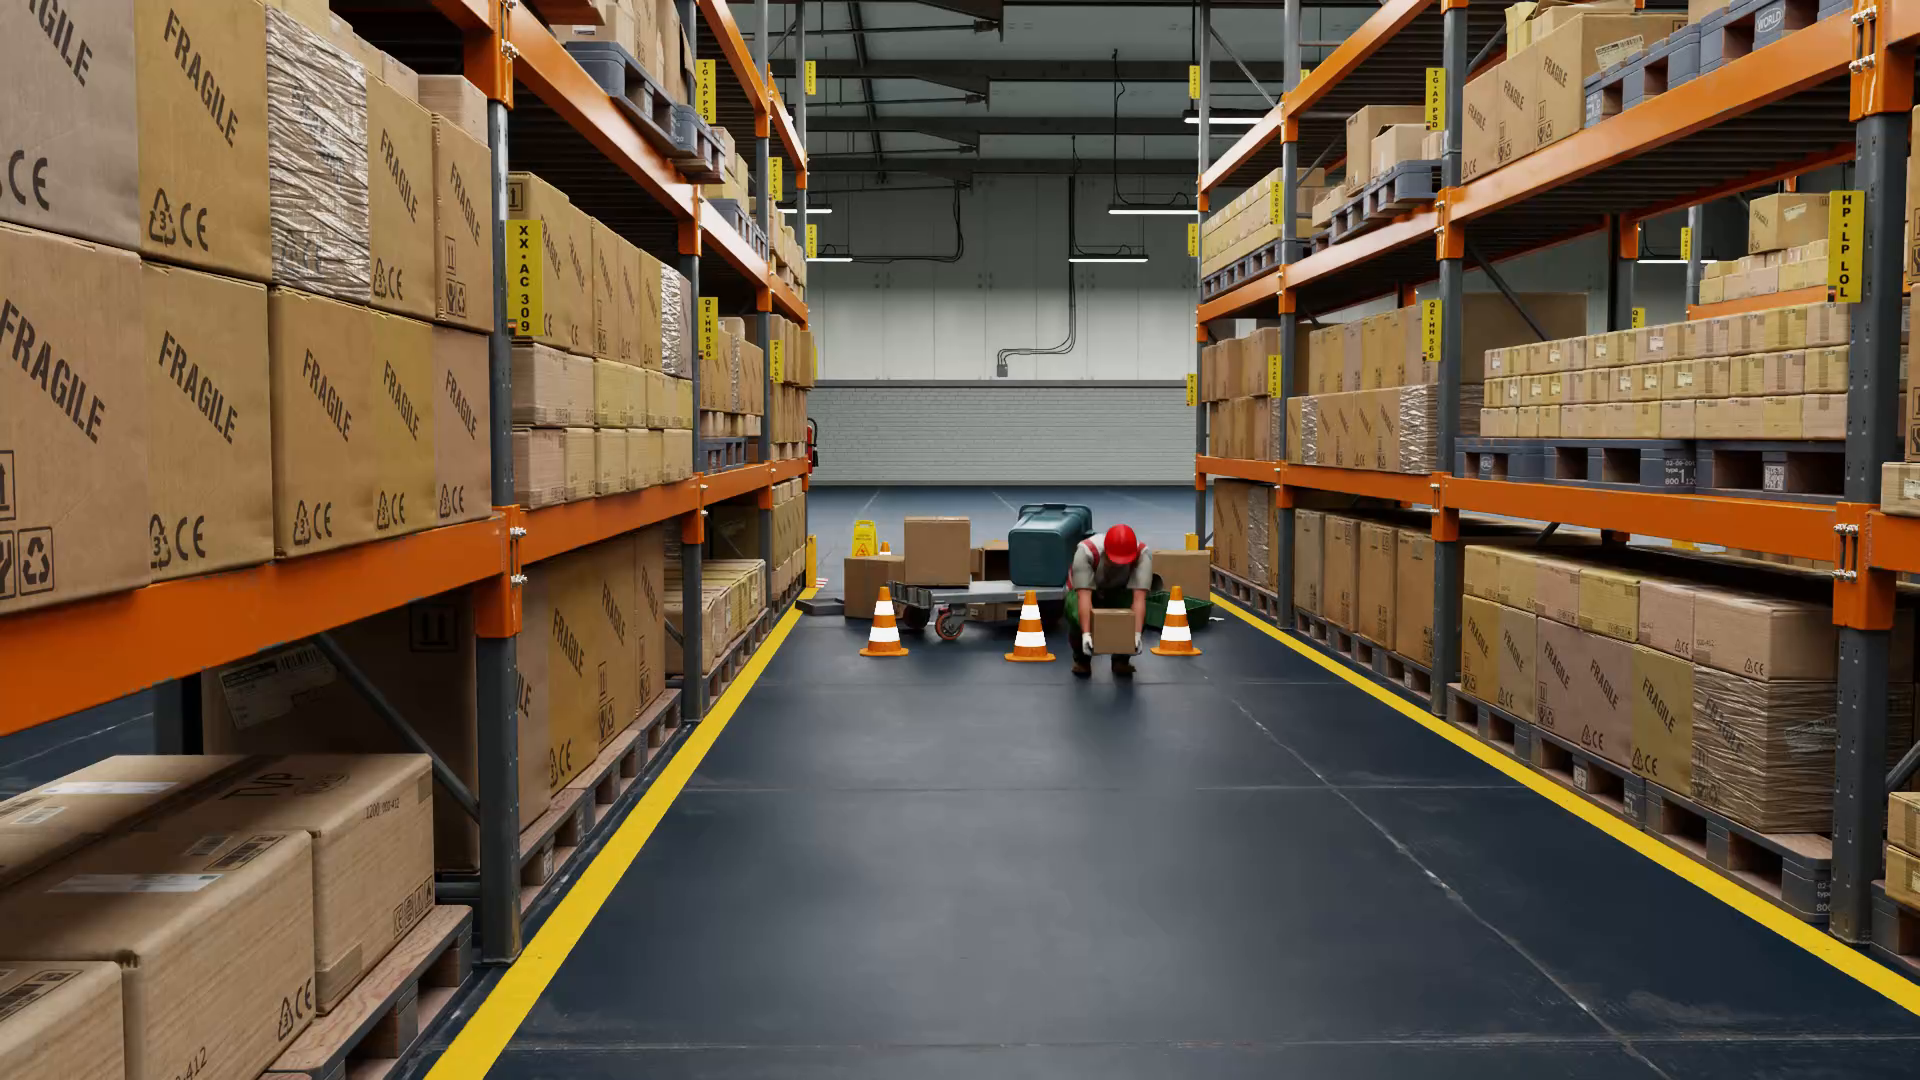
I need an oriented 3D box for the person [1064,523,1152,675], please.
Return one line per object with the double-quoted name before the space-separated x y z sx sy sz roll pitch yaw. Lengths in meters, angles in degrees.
"person" 0.927 0.370 10.491 0.534 0.991 0.907 0 4 -3
